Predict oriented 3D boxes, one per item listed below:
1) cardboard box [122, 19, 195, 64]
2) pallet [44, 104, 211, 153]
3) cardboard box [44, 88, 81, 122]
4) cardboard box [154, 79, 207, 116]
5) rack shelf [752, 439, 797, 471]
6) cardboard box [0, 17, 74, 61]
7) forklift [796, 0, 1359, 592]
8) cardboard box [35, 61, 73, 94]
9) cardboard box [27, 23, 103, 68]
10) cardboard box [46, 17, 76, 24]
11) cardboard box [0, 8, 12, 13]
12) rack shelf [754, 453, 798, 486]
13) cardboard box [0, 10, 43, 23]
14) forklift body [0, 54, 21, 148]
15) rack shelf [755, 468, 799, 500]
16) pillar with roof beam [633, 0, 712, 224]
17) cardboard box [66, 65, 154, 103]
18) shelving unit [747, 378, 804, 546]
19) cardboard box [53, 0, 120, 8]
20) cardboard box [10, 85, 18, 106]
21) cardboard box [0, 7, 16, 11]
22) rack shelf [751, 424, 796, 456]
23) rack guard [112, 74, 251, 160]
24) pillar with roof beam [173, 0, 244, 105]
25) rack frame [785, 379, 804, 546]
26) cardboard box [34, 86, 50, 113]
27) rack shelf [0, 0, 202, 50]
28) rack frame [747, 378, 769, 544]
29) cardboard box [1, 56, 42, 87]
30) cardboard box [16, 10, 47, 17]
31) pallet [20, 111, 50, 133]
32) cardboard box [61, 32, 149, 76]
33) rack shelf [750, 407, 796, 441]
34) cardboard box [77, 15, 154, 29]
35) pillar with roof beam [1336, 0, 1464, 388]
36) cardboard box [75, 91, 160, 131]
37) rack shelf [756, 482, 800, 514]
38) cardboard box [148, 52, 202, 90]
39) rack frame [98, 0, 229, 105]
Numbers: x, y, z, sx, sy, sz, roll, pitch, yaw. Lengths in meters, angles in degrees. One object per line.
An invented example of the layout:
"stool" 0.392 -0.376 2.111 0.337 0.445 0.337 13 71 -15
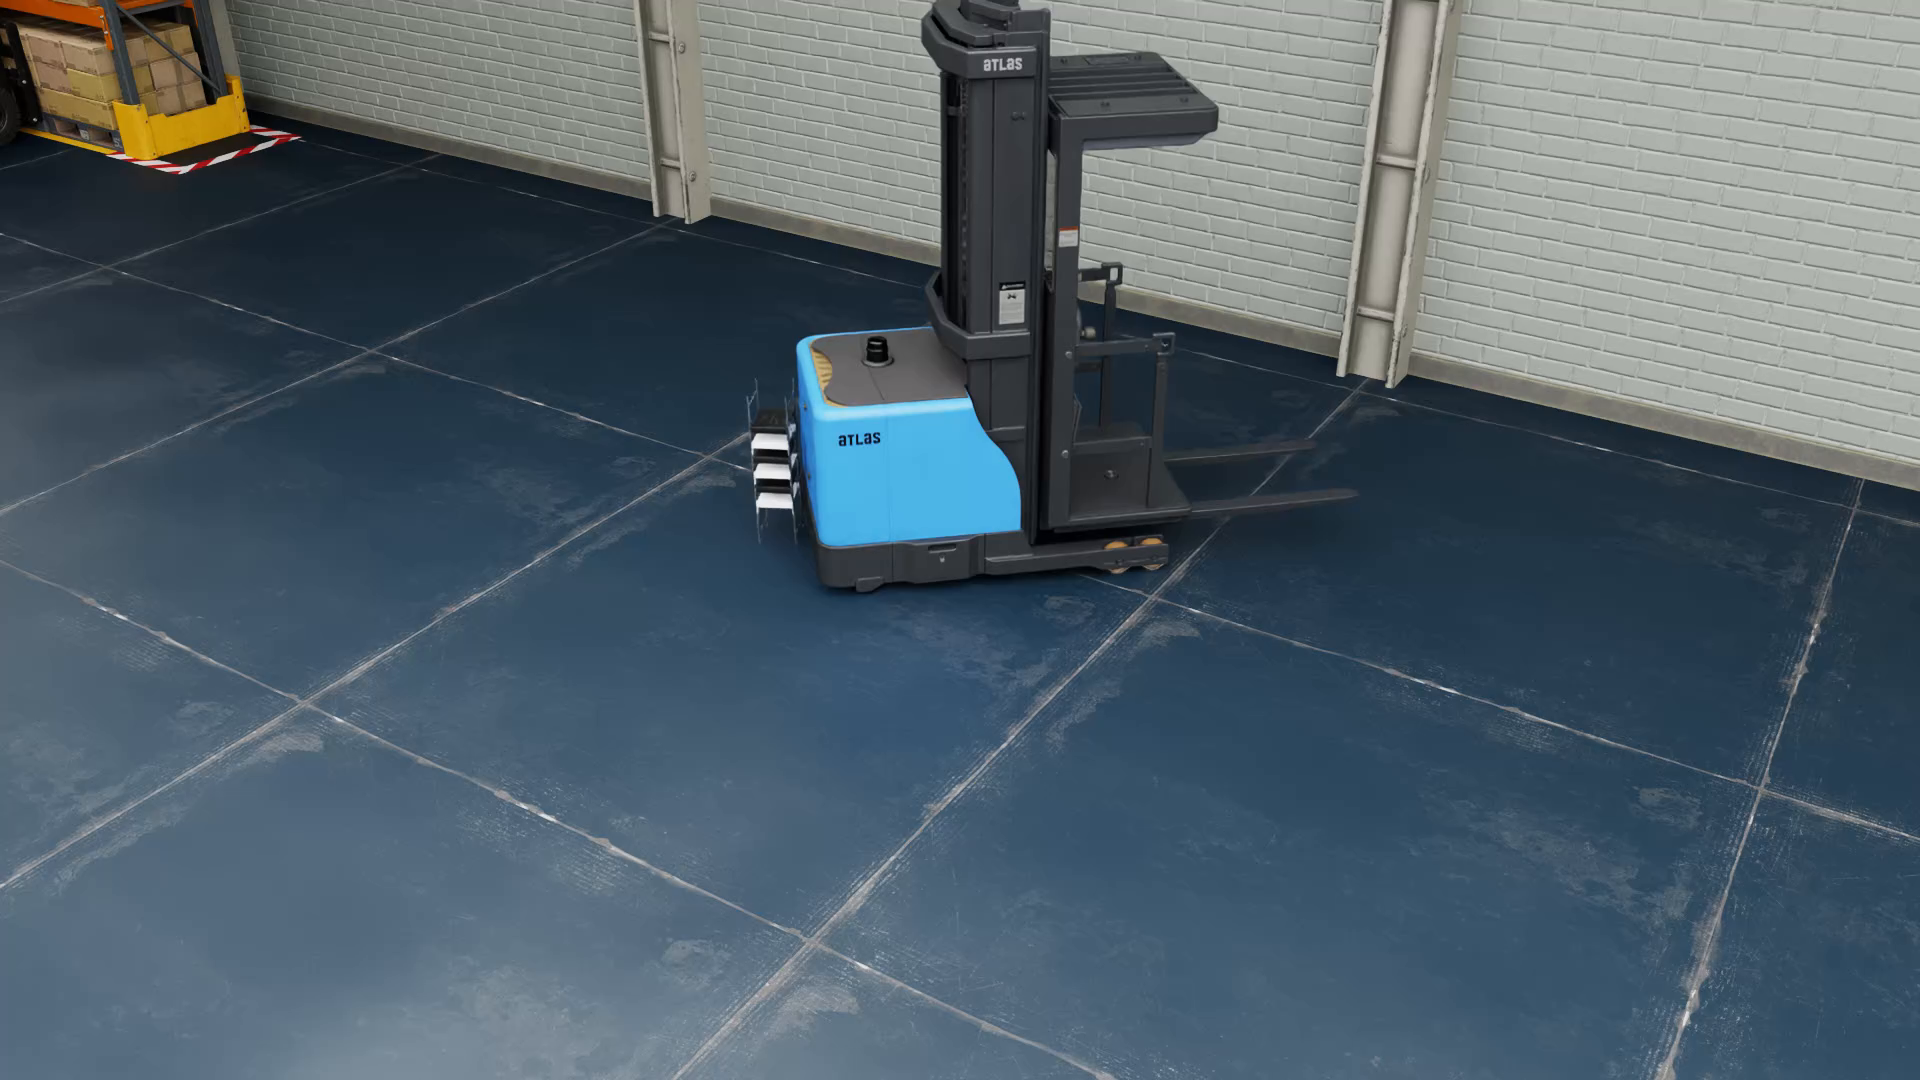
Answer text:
"cardboard box" -7.592 -4.690 15.633 0.500 0.250 0.500 17 34 27
"pallet" -7.956 -4.038 15.962 1.213 0.211 1.003 18 35 27
"cardboard box" -8.268 -4.177 15.745 0.500 0.250 0.500 18 35 27
"cardboard box" -7.598 -4.264 15.894 0.500 0.250 0.500 18 35 28
"rack shelf" -1.003 -0.469 9.047 0.200 0.077 0.258 2 30 5
"cardboard box" -8.710 -4.736 15.712 0.500 0.250 0.500 18 35 28
"forklift" 0.668 -1.347 8.649 3.031 2.935 1.130 -5 31 -9
"cardboard box" -8.283 -4.401 15.633 0.500 0.250 0.500 17 34 27
"cardboard box" -8.277 -4.605 15.487 0.500 0.250 0.500 18 35 28
"cardboard box" -8.435 -4.961 16.097 0.500 0.250 0.500 17 34 27
"cardboard box" -9.576 -5.019 16.196 0.500 0.250 0.500 19 35 29
"rack shelf" -1.002 -0.392 9.092 0.200 0.077 0.258 2 30 5
"cardboard box" -9.135 -4.875 15.950 0.500 0.250 0.500 17 34 26
"forklift body" -9.862 -4.418 14.688 1.214 2.155 2.313 18 35 27
"rack shelf" -1.001 -0.314 9.137 0.200 0.077 0.258 2 30 5
"pillar with roof beam" -4.603 -4.773 8.501 0.400 9.000 9.100 18 35 27
"cardboard box" -7.864 -4.262 15.394 0.500 0.250 0.500 17 34 27
"shelving unit" -1.002 -0.420 9.075 0.210 0.900 0.258 2 30 5
"cardboard box" -7.842 -5.118 14.947 0.500 0.500 0.500 17 34 26
"cardboard box" -9.139 -4.445 16.204 0.500 0.250 0.500 19 35 29
"cardboard box" -9.296 -5.233 16.562 0.500 0.250 0.500 18 35 28
"rack shelf" -1.004 -0.547 9.001 0.200 0.077 0.258 2 30 5
"rack guard" -7.266 -3.969 15.557 0.348 0.500 1.175 18 35 27
"pillar with roof beam" -9.685 -6.380 11.256 0.400 9.000 9.100 18 35 27
"rack frame" -0.901 -0.417 9.066 0.006 0.900 0.240 2 30 5
"cardboard box" -8.687 -4.315 15.982 0.500 0.250 0.500 18 35 28
"rack shelf" -8.980 -5.280 16.038 4.000 0.370 1.077 18 35 27
"rack frame" -1.103 -0.424 9.084 0.006 0.900 0.240 2 30 5
"cardboard box" -8.732 -4.530 15.854 0.500 0.250 0.500 17 34 26
"cardboard box" -8.866 -5.101 16.337 0.500 0.250 0.500 17 34 26
"pallet" -8.985 -4.365 16.523 1.213 0.211 1.003 18 35 27
"cardboard box" -7.842 -4.471 15.257 0.500 0.250 0.500 19 35 29
"rack shelf" -1.005 -0.625 8.956 0.200 0.077 0.258 2 30 5
"cardboard box" -8.018 -4.823 15.860 0.500 0.250 0.500 18 35 27
"pillar with roof beam" 0.479 -3.166 5.746 0.400 9.000 9.100 18 35 27
"cardboard box" -7.852 -4.040 15.510 0.500 0.250 0.500 18 35 28
"rack shelf" -1.000 -0.236 9.182 0.200 0.077 0.258 2 30 5
"cardboard box" -7.574 -4.479 15.767 0.500 0.250 0.500 18 35 28
"rack frame" -7.286 -5.055 14.939 0.127 3.000 1.000 18 35 27
